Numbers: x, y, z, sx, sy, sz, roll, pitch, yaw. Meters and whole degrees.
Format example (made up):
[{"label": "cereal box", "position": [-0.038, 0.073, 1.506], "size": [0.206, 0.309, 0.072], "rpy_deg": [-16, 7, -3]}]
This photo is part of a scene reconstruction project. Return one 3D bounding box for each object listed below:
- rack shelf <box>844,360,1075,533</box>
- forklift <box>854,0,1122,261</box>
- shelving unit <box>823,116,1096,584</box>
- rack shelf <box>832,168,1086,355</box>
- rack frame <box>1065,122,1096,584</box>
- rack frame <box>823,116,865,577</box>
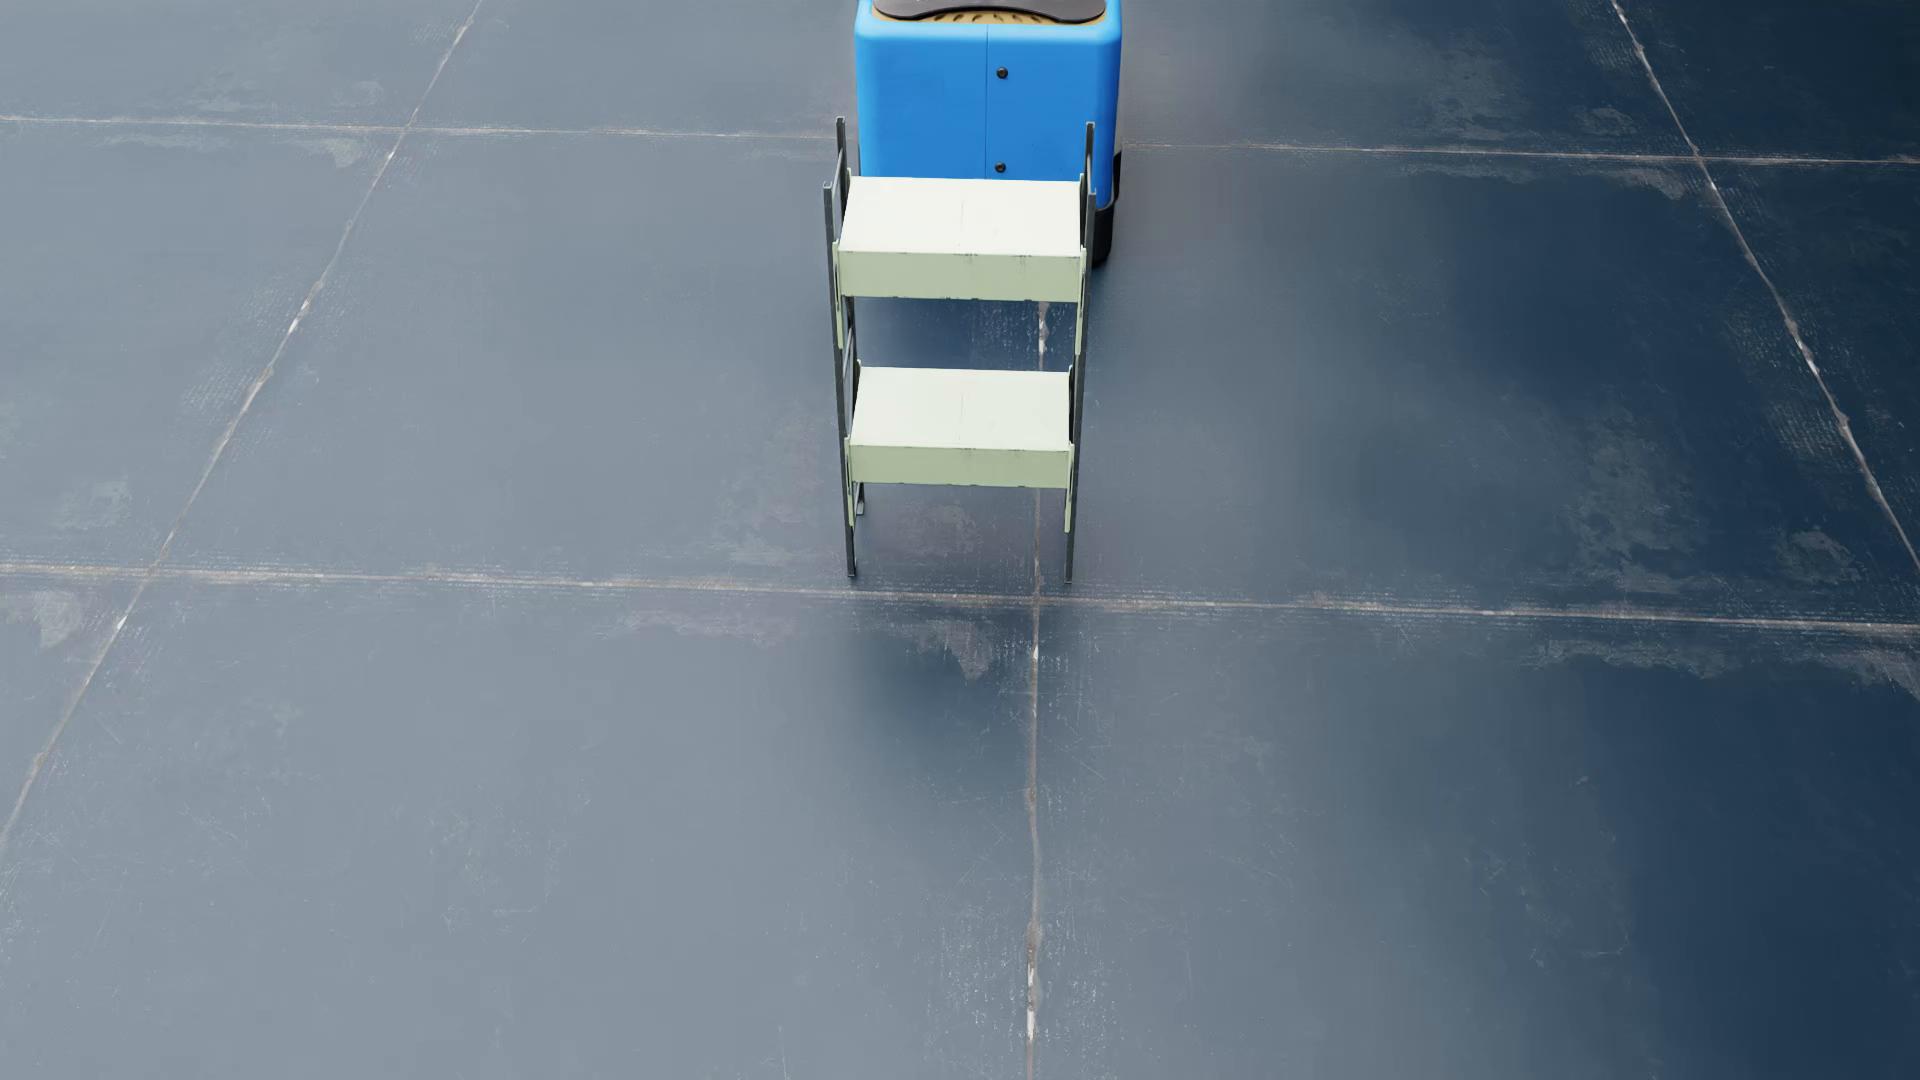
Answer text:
[{"label": "rack shelf", "position": [0.007, -0.310, 5.461], "size": [0.720, 0.370, 0.431], "rpy_deg": [2, 43, 2]}, {"label": "forklift", "position": [0.174, -3.214, 7.050], "size": [1.130, 2.935, 3.031], "rpy_deg": [2, 43, 2]}, {"label": "shelving unit", "position": [0.007, -0.549, 5.239], "size": [0.755, 1.500, 0.431], "rpy_deg": [2, 43, 2]}, {"label": "rack shelf", "position": [0.007, -0.834, 4.973], "size": [0.720, 0.370, 0.431], "rpy_deg": [2, 43, 2]}, {"label": "rack frame", "position": [0.372, -0.537, 5.227], "size": [0.023, 1.500, 0.400], "rpy_deg": [2, 43, 2]}, {"label": "rack frame", "position": [-0.359, -0.560, 5.251], "size": [0.023, 1.500, 0.400], "rpy_deg": [2, 43, 2]}]
